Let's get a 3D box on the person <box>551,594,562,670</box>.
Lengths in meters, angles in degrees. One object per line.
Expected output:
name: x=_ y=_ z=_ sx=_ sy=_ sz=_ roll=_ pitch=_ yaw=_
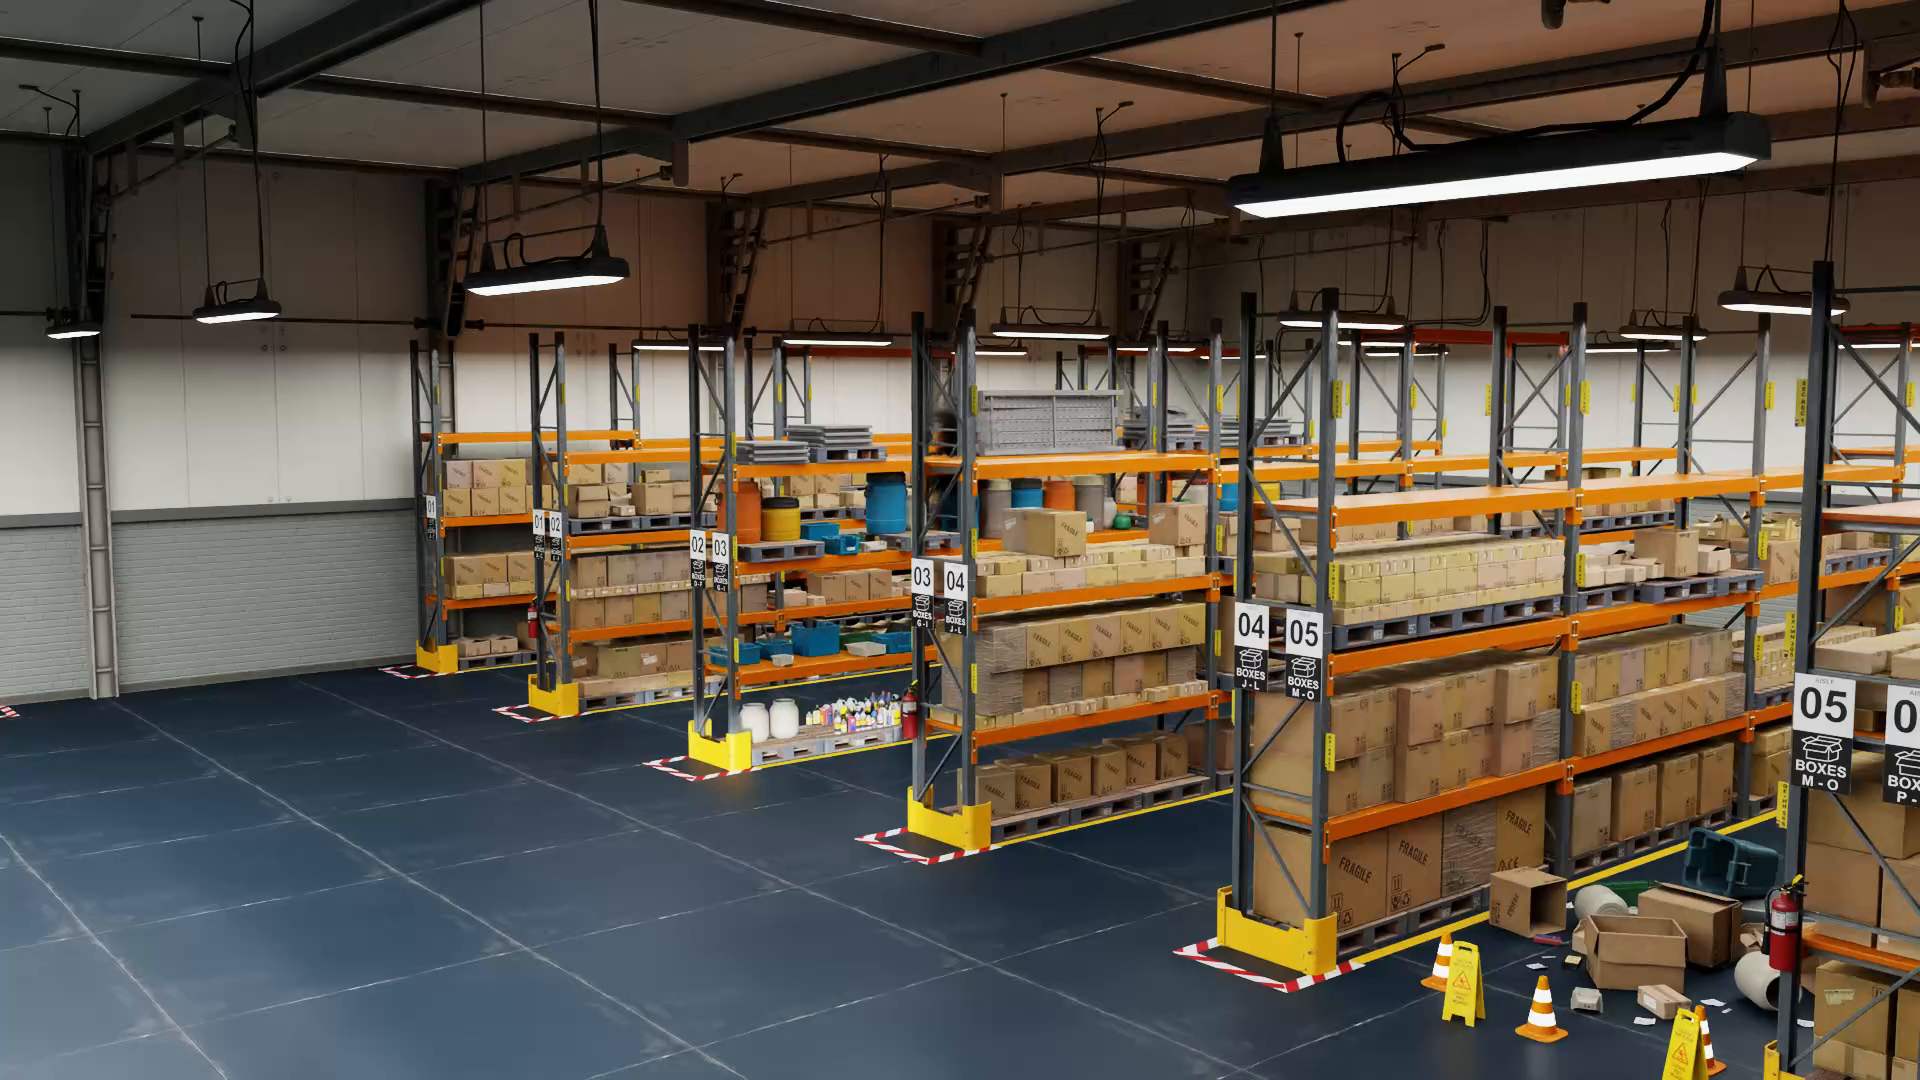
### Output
person: x=-6.681 y=1.735 z=28.234 sx=0.581 sy=1.702 sz=0.796 roll=2 pitch=6 yaw=24
